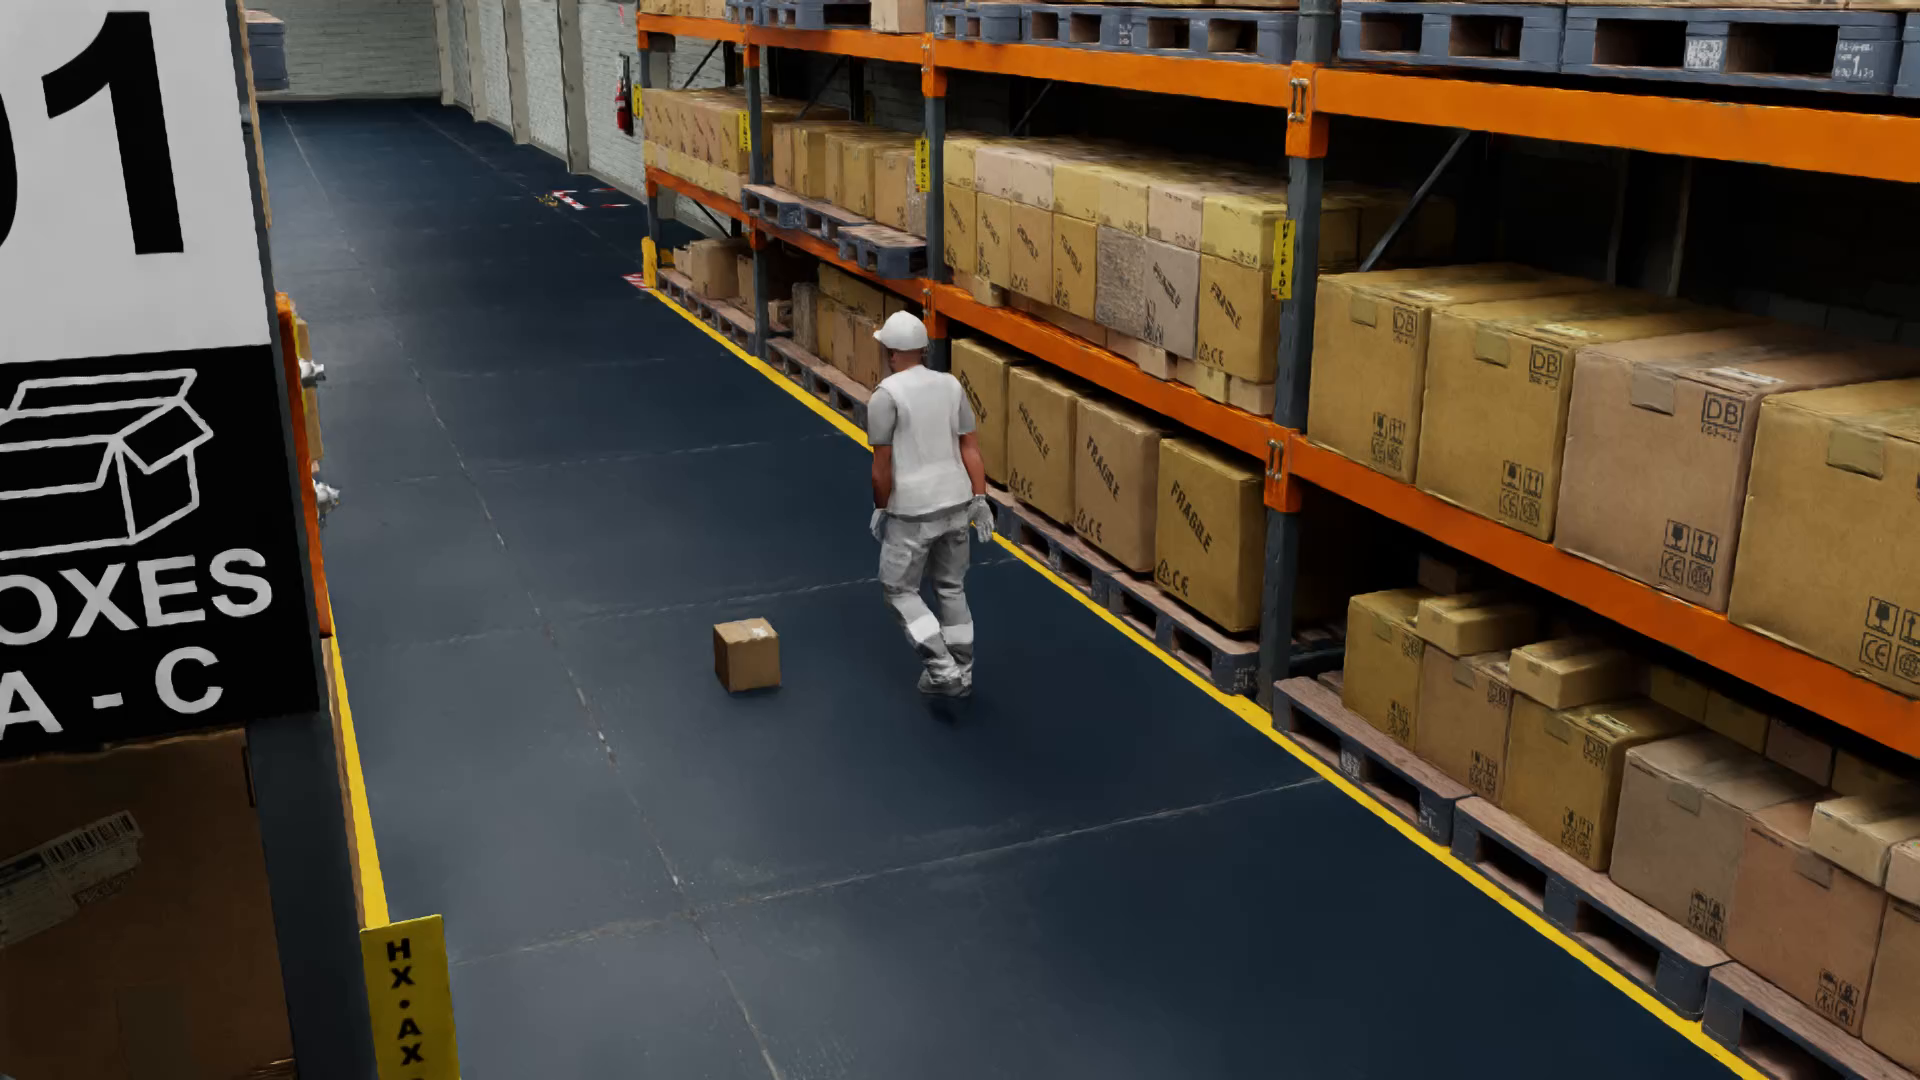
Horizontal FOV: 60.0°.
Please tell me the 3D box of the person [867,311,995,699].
[{"bbox_3d":[-0.146,-0.121,7.417,0.536,1.761,0.664,-15,24,-38],"label":"person"}]
